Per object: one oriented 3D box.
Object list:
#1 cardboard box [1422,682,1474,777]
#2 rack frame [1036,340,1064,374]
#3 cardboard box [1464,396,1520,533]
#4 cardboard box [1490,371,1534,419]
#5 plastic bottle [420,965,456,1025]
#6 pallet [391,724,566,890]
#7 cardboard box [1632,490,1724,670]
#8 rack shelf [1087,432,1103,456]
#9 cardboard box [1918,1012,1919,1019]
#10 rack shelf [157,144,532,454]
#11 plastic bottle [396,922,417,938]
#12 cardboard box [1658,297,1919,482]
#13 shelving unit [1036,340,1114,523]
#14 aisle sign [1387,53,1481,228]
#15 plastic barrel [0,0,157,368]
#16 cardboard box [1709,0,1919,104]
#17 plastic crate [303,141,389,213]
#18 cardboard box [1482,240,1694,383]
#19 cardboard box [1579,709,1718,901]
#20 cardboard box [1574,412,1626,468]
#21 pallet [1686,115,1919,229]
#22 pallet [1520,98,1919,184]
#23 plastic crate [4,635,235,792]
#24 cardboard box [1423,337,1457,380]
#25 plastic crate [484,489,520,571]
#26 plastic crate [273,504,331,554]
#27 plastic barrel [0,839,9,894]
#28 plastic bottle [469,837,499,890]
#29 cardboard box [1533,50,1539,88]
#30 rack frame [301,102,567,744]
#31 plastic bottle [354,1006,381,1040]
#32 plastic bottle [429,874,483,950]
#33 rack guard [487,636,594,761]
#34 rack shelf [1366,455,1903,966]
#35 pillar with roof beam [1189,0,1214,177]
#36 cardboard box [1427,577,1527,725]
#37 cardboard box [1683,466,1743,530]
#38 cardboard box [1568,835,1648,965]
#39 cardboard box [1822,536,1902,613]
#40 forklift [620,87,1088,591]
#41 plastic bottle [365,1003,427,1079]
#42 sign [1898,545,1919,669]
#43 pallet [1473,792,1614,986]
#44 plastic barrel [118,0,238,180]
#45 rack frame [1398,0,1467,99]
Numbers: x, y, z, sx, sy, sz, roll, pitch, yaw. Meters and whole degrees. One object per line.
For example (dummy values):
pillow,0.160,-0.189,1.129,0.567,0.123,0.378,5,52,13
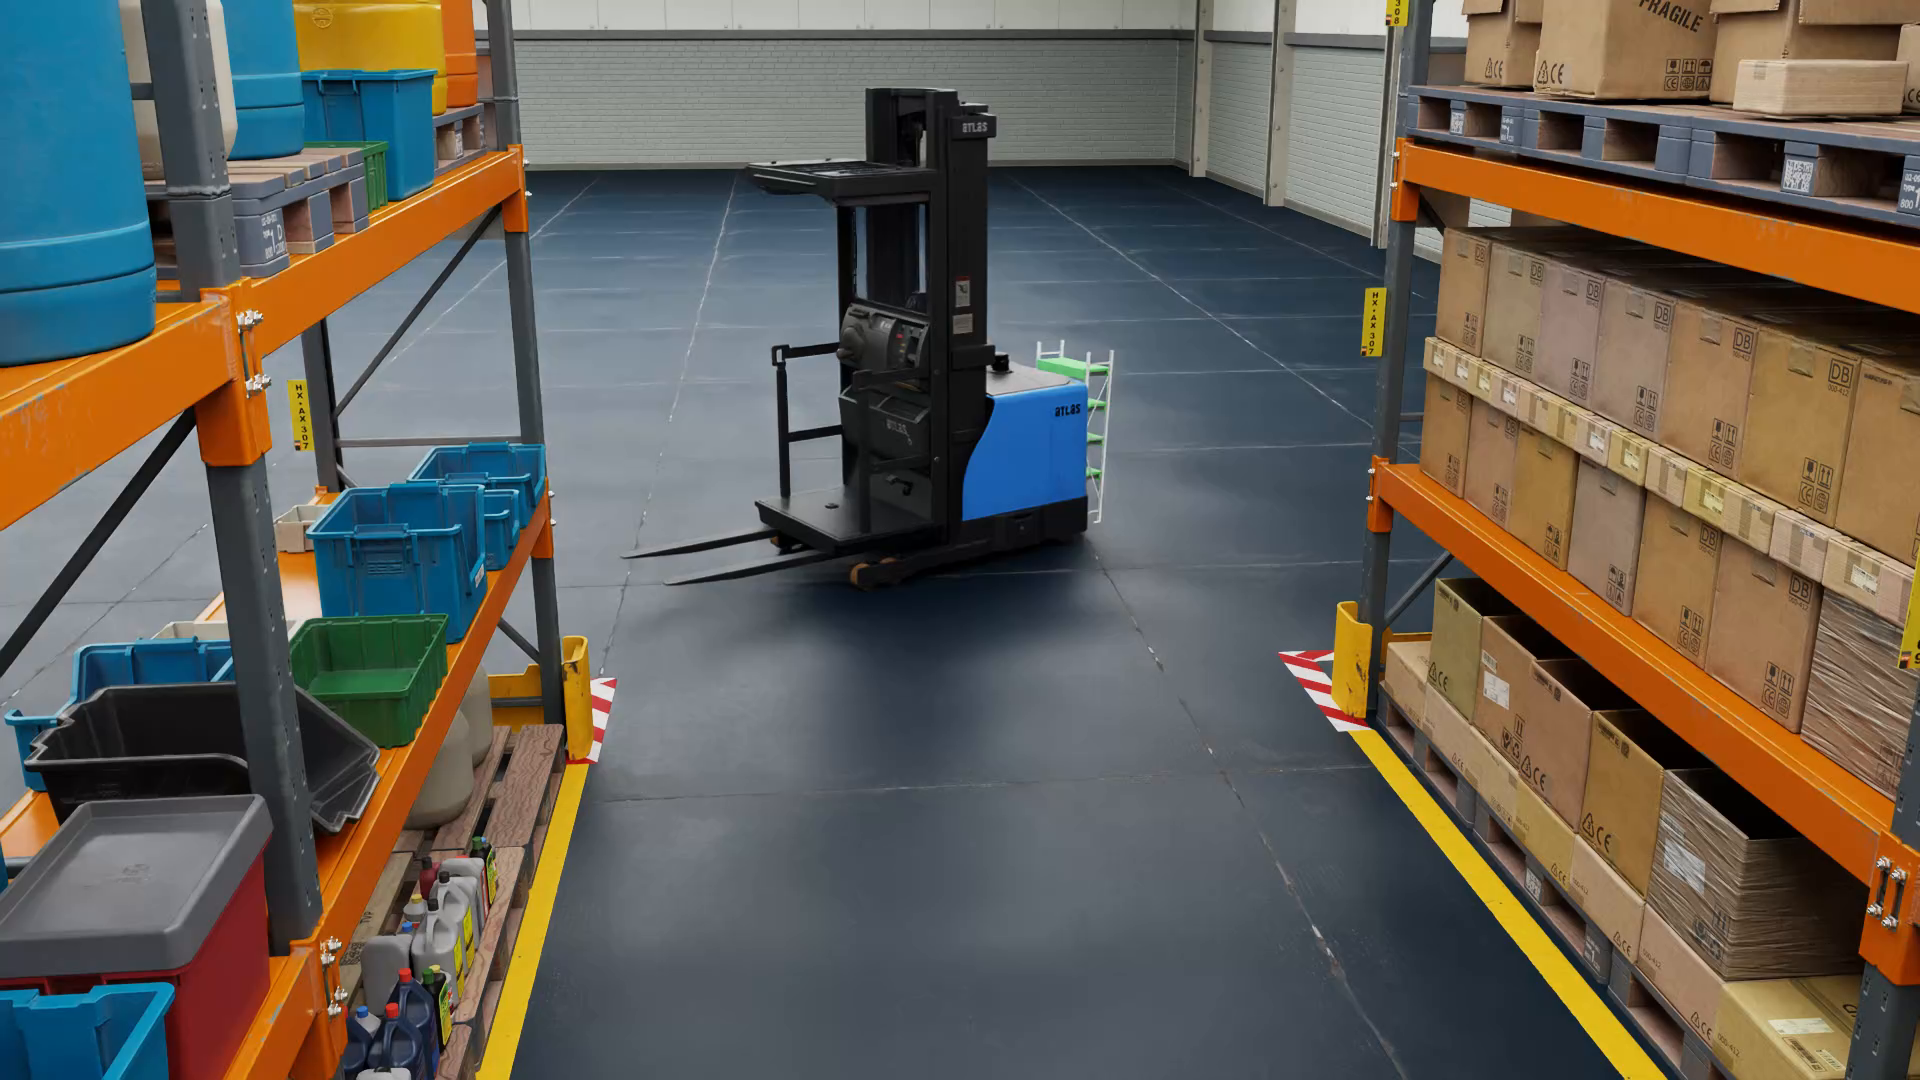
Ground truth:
cardboard box,2.402,0.830,7.414,0.500,0.250,0.500,-2,18,-6
rack frame,0.600,-0.803,11.702,0.240,1.200,0.015,-9,19,-39
cardboard box,2.607,-0.349,7.113,0.700,0.500,0.500,-1,17,-4
cardboard box,2.417,-0.602,6.838,0.380,0.149,0.250,-2,18,-6
plastic bottle,-1.698,1.477,5.401,0.097,0.201,0.097,0,17,0
pallet,-2.281,1.149,7.165,1.003,0.211,1.213,-2,18,-6
cardboard box,2.765,0.109,5.656,0.700,0.500,0.500,-2,17,-5
rack shelf,0.754,-0.685,11.540,0.258,0.148,0.480,-9,19,-39
cardboard box,3.179,1.559,5.093,0.500,0.250,0.500,-2,18,-6
rack shelf,-2.208,-0.937,5.347,1.077,0.370,4.000,-2,18,-6
plastic bottle,-1.870,1.397,5.656,0.097,0.201,0.097,0,17,0
cardboard box,2.769,-0.503,5.440,0.700,0.500,0.500,-2,18,-6
shelving unit,0.757,-0.747,11.524,0.258,1.200,0.503,-9,19,-39
aisle sign,2.202,-1.847,7.713,0.394,0.787,0.004,-2,18,-6
plastic barrel,-1.733,-0.779,2.805,0.600,0.901,0.708,-2,18,-6
cardboard box,2.881,-1.647,5.301,0.797,0.503,0.637,0,17,0
plastic crate,-1.894,-1.062,4.897,0.336,0.188,0.450,-2,18,-6
cardboard box,2.614,-0.952,6.868,0.700,0.500,0.500,-2,18,-7
cardboard box,2.565,0.919,5.879,0.500,0.500,0.500,-2,18,-6
cardboard box,2.497,-0.372,6.106,0.380,0.149,0.250,-2,18,-5
pallet,2.812,-1.047,4.645,1.003,0.211,1.213,-2,18,-6
pallet,2.689,-1.410,5.800,1.003,0.211,1.213,-2,18,-6
plastic crate,-2.386,0.496,4.836,0.499,0.251,0.616,-2,18,-6
cardboard box,2.339,-0.830,7.565,0.380,0.149,0.250,-2,18,-6
plastic crate,-2.004,-0.040,6.546,0.499,0.251,0.408,-2,18,-6
plastic crate,-2.642,-0.043,6.745,0.298,0.136,0.250,-2,18,-6
plastic barrel,-2.263,0.632,3.319,0.600,0.901,0.708,-2,18,-6
plastic bottle,-1.789,1.214,6.240,0.097,0.201,0.097,0,17,0
cardboard box,2.459,-1.819,6.441,0.380,0.149,0.250,-2,18,-6
rack frame,-2.414,-0.445,7.586,1.000,3.000,0.127,-2,18,-6
plastic bottle,-1.807,1.546,5.066,0.097,0.271,0.097,0,17,0
plastic bottle,-1.776,1.296,5.855,0.152,0.276,0.135,-2,18,-7
rack guard,-2.360,0.769,7.893,1.175,0.500,0.348,-2,18,-6
rack shelf,2.719,0.342,6.280,1.077,0.370,4.000,-2,18,-6
pillar with roof beam,0.996,-12.236,35.130,9.100,9.000,0.400,-2,18,-6
cardboard box,2.401,0.472,7.302,0.500,0.500,0.500,-2,18,-6
cardboard box,2.581,-0.140,5.365,0.380,0.149,0.250,-2,18,-6
cardboard box,2.552,1.277,5.990,0.500,0.250,0.500,-2,18,-6
cardboard box,2.661,0.090,4.634,0.380,0.149,0.250,-2,18,-7
forklift,-0.643,-1.267,10.321,3.031,2.935,1.130,-12,21,-33
plastic bottle,-1.672,1.547,4.928,0.144,0.351,0.185,-1,17,-4
sign,2.374,0.162,4.077,0.100,0.325,0.005,-2,18,-6
pallet,2.756,1.323,6.611,1.003,0.211,1.213,-2,18,-6
plastic barrel,-1.851,-1.072,3.689,0.421,0.512,0.421,0,17,0
rack frame,2.513,-3.459,7.172,1.000,3.000,0.127,-2,18,-6
